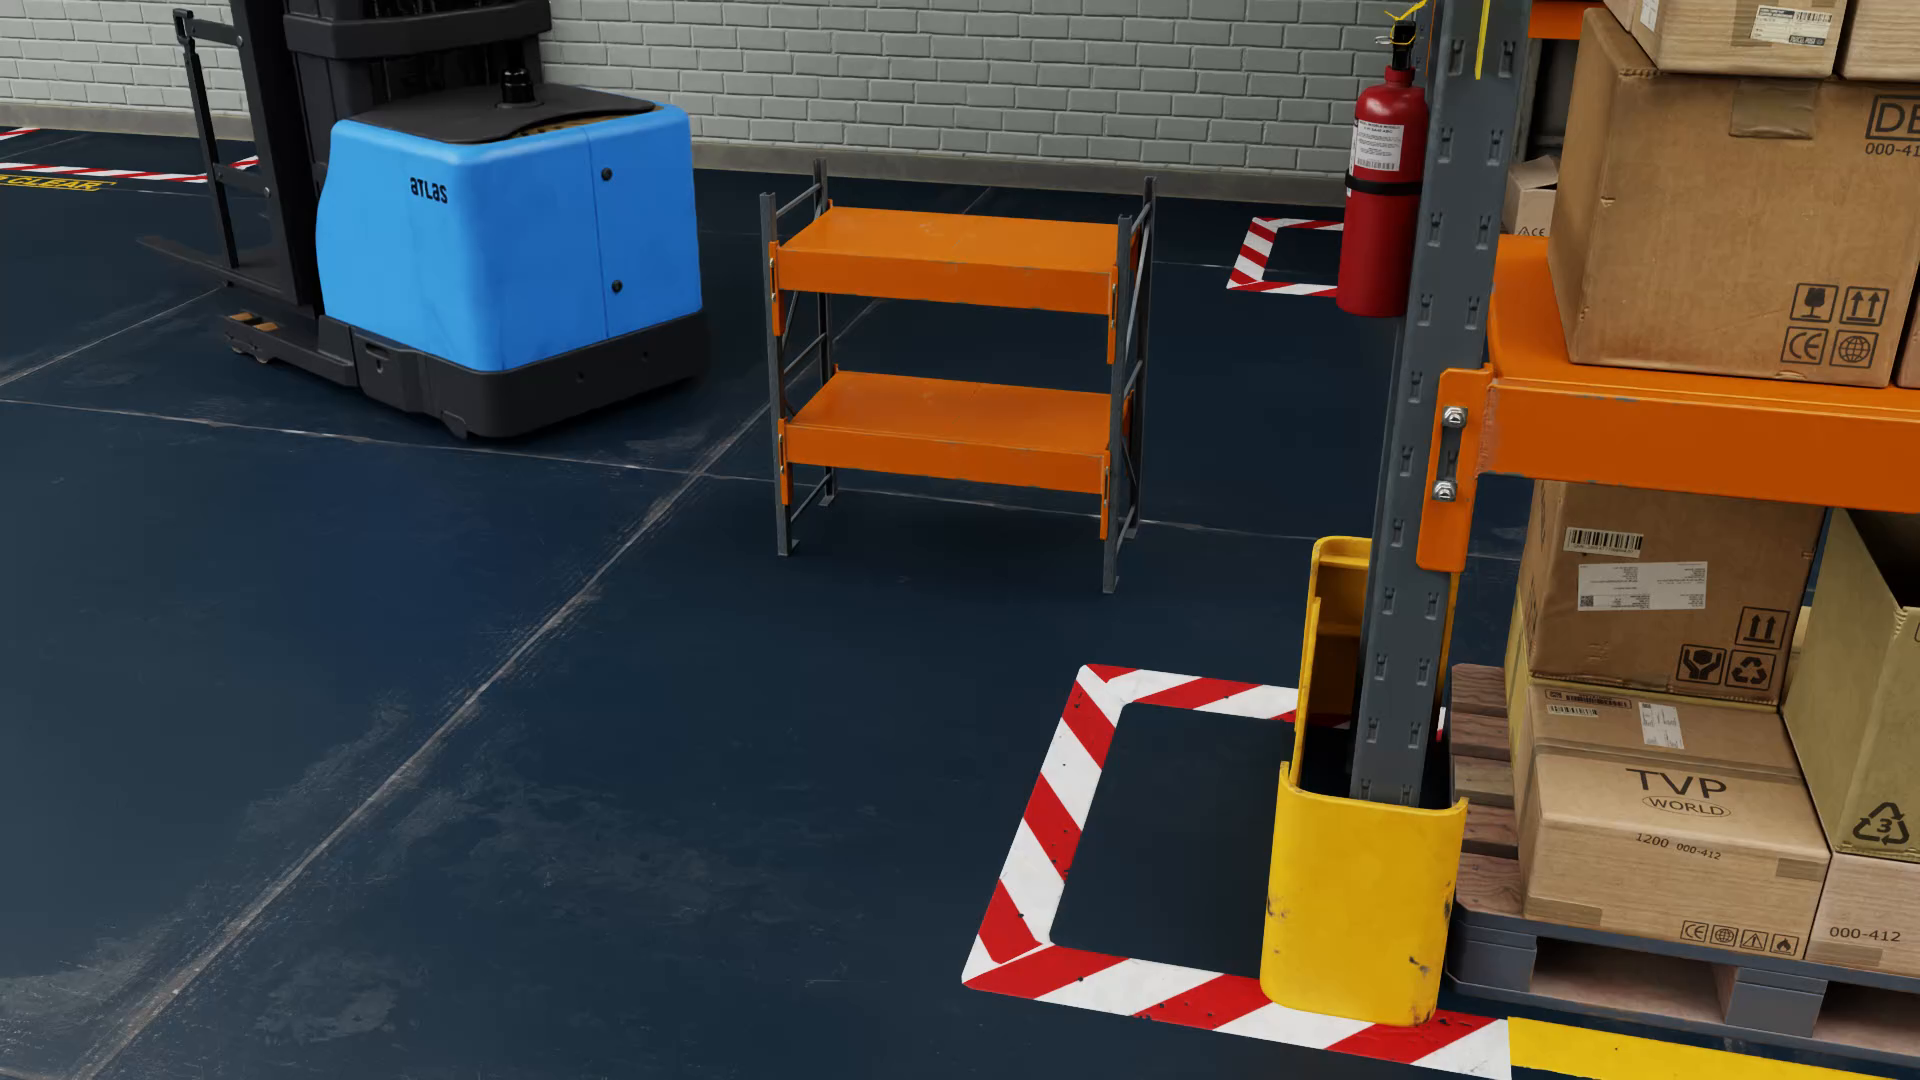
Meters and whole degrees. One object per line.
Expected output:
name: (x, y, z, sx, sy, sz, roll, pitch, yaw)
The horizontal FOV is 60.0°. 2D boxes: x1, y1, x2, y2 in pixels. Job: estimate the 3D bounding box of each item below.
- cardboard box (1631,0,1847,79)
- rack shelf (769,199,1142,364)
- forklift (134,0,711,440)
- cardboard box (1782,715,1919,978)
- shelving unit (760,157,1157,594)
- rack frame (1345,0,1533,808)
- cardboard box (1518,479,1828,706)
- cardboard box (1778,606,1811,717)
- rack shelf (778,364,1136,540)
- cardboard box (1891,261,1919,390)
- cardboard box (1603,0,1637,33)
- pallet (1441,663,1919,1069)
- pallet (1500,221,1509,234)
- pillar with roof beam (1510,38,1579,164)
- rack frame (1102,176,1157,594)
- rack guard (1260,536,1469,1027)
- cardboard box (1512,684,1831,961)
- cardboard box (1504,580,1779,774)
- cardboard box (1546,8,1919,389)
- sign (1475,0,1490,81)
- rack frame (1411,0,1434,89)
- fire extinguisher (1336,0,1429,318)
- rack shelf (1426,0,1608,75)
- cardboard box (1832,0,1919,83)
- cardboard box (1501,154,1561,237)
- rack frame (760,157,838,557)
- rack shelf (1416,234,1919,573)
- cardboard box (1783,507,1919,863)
cardboard box: (1.254, -0.861, 2.699, 0.250, 0.149, 0.380, 6, 26, 13)
rack shelf: (0.007, -0.771, 4.881, 1.000, 0.278, 0.538, 6, 26, 13)
forklift: (-2.425, -2.191, 6.443, 3.031, 2.935, 1.130, 20, 32, 36)
cardboard box: (1.877, 0.599, 3.213, 0.500, 0.250, 0.500, 6, 26, 13)
shelving unit: (0.007, -0.507, 5.007, 1.048, 1.125, 0.538, 6, 26, 13)
rack frame: (0.927, -0.655, 3.136, 0.127, 3.000, 1.000, 6, 26, 13)
cardboard box: (1.521, -0.008, 3.615, 0.500, 0.500, 0.500, 6, 26, 13)
cardboard box: (2.008, 0.380, 3.673, 0.500, 0.250, 0.500, 6, 26, 13)
rack shelf: (0.007, -0.286, 5.112, 1.000, 0.278, 0.538, 6, 26, 13)
cardboard box: (1.886, -0.591, 2.885, 0.500, 0.500, 0.700, 7, 26, 14)
cardboard box: (1.345, -1.031, 3.056, 0.250, 0.149, 0.380, 6, 26, 12)
pallet: (1.678, 0.668, 3.600, 1.213, 0.211, 1.003, 6, 26, 13)
pallet: (3.009, -1.349, 7.837, 1.213, 0.211, 1.003, 6, 26, 13)
pillar with roof beam: (1.979, -3.919, 3.014, 0.400, 9.000, 9.100, 6, 26, 13)
rack frame: (0.499, -0.453, 4.892, 0.032, 1.125, 0.500, 6, 26, 13)
rack guard: (0.904, 0.471, 3.679, 0.348, 0.500, 1.175, 6, 26, 13)
cardboard box: (1.391, 0.547, 3.322, 0.500, 0.250, 0.500, 6, 26, 13)
cardboard box: (1.520, 0.331, 3.775, 0.500, 0.250, 0.500, 6, 26, 13)
cardboard box: (1.376, -0.645, 2.998, 0.500, 0.500, 0.700, 6, 26, 13)
sign: (0.783, -0.851, 2.449, 0.005, 0.325, 0.100, 6, 26, 13)
rack frame: (2.158, -2.718, 7.469, 0.127, 3.000, 1.000, 6, 26, 13)
fire extinguisher: (0.929, -0.826, 3.585, 0.183, 0.674, 0.296, 6, 26, 13)
rack shelf: (4.095, -2.179, 7.174, 4.000, 0.370, 1.077, 6, 26, 13)
cardboard box: (1.510, -0.834, 2.642, 0.250, 0.149, 0.380, 6, 26, 12)
cardboard box: (2.805, -1.591, 7.718, 0.500, 0.311, 0.500, 3, 26, 7)
rack frame: (-0.486, -0.562, 5.121, 0.032, 1.125, 0.500, 6, 26, 13)
rack shelf: (2.864, -0.116, 2.841, 4.000, 0.370, 1.077, 6, 26, 13)
cardboard box: (1.876, 0.261, 3.050, 0.500, 0.500, 0.500, 6, 26, 13)
